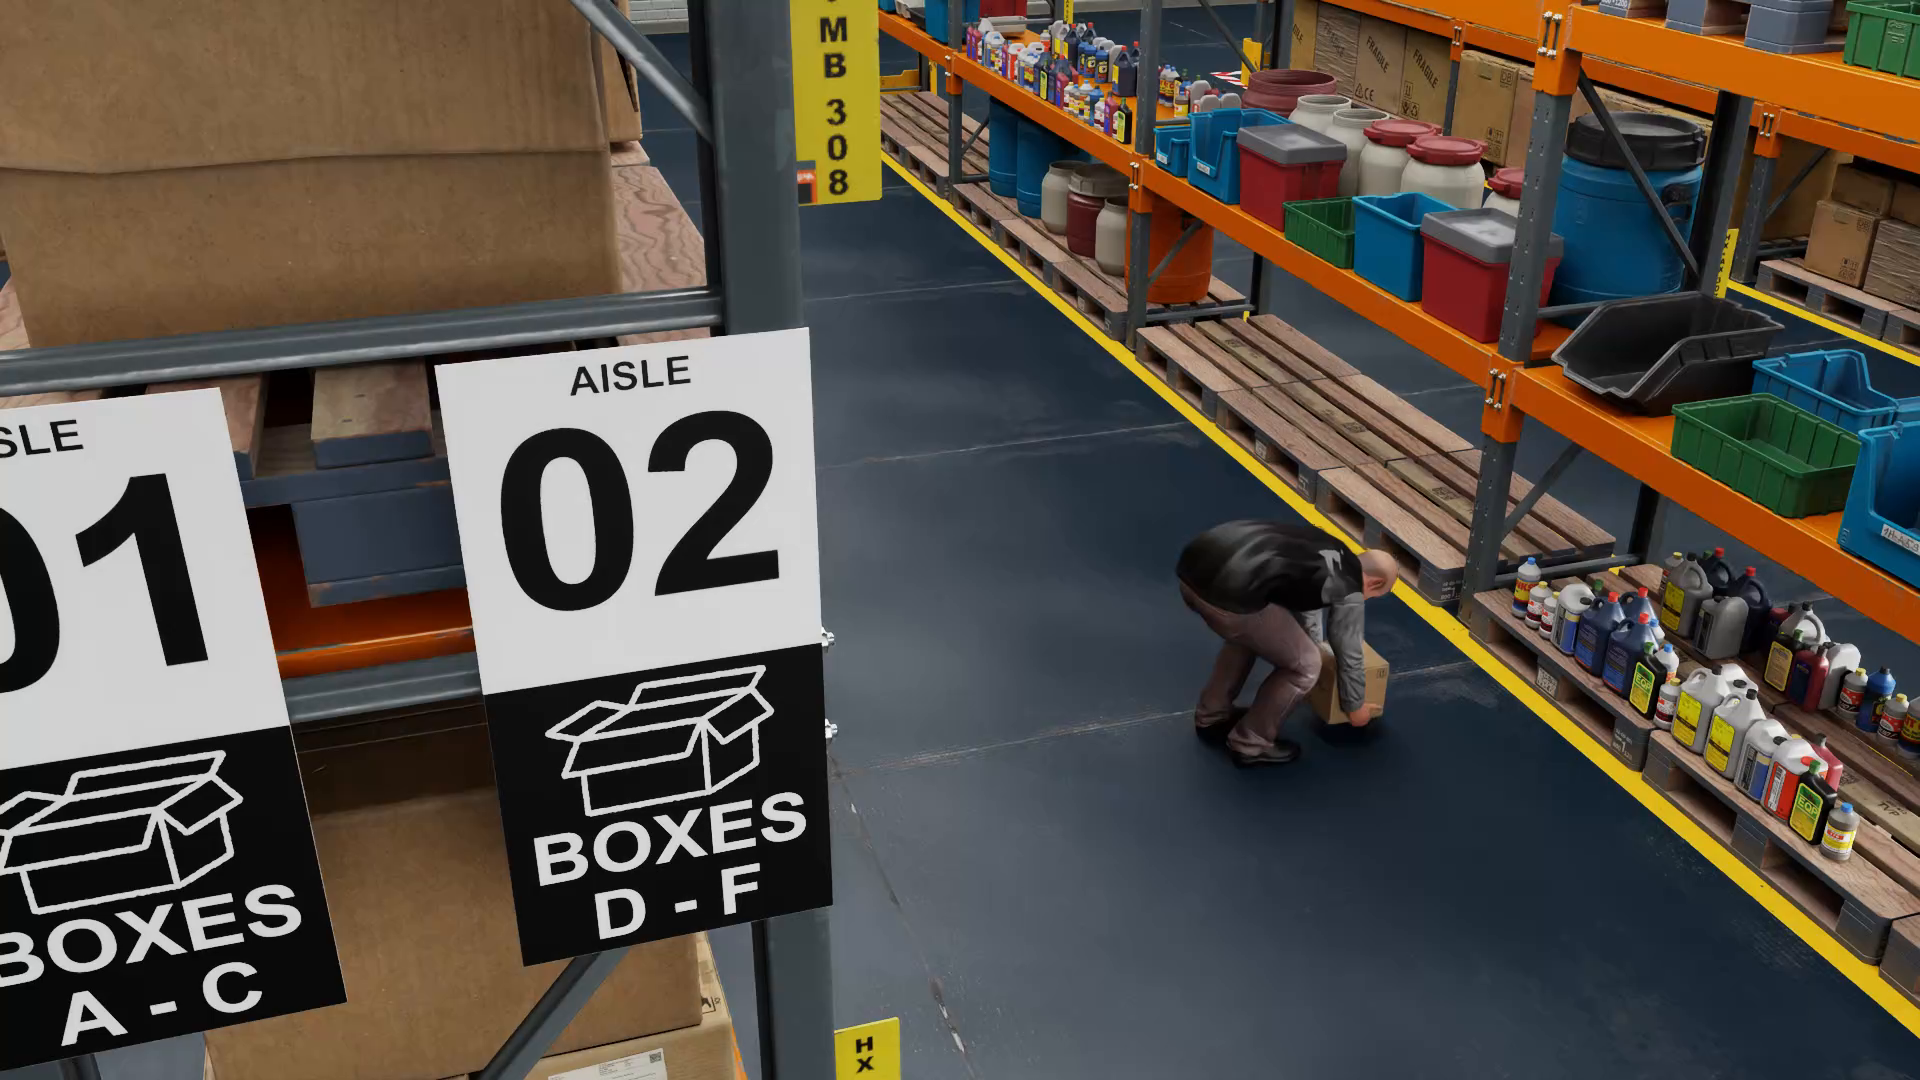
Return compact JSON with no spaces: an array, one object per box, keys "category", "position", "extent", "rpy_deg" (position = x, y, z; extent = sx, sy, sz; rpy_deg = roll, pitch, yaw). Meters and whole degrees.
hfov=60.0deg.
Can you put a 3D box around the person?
[{"category":"person","position":[1.317,0.364,6.701],"extent":[0.948,1.014,0.496],"rpy_deg":[-10,28,-19]}]
